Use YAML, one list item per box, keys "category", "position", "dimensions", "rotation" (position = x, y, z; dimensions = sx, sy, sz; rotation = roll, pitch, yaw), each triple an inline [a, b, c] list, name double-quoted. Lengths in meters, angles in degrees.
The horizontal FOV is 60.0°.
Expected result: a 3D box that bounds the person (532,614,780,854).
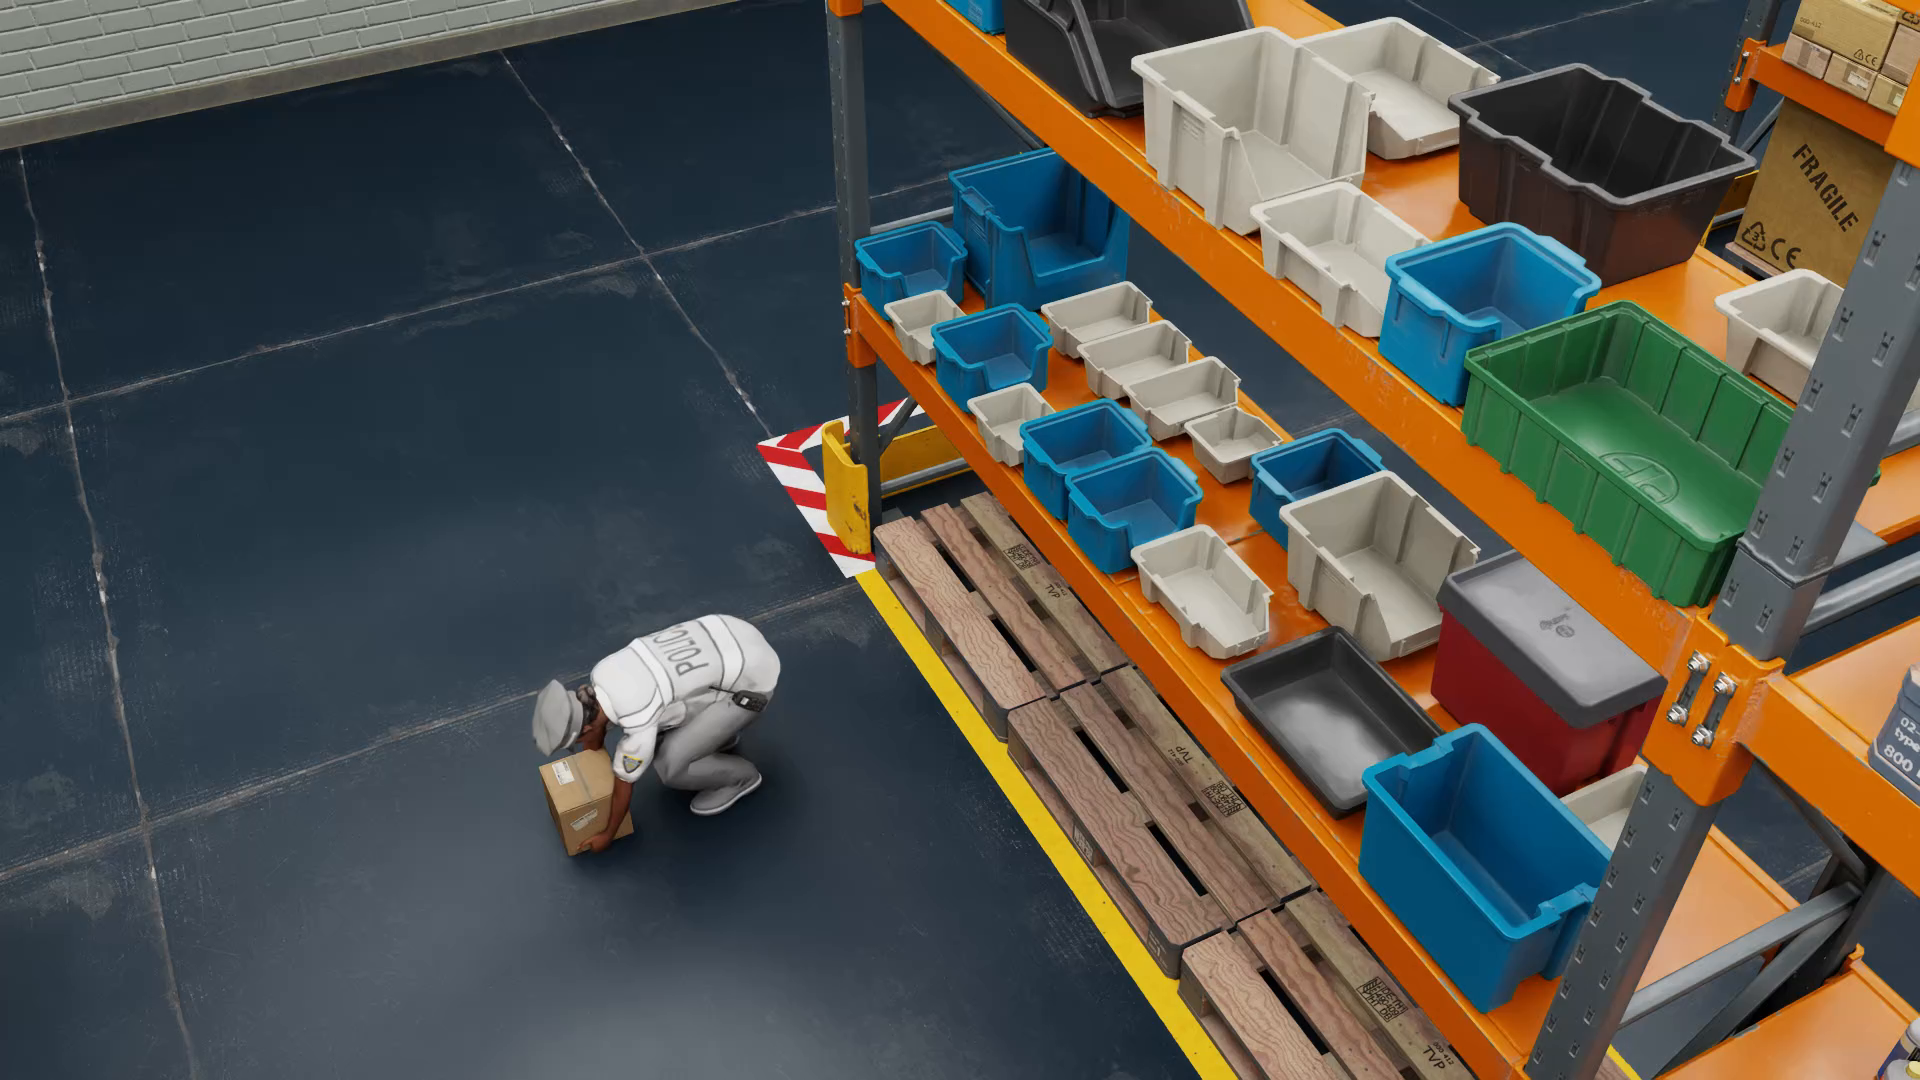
- category: "person"
  position: [-1.101, 0.686, 6.127]
  dimensions: [0.926, 0.763, 0.457]
  rotation: [-20, 45, -21]
